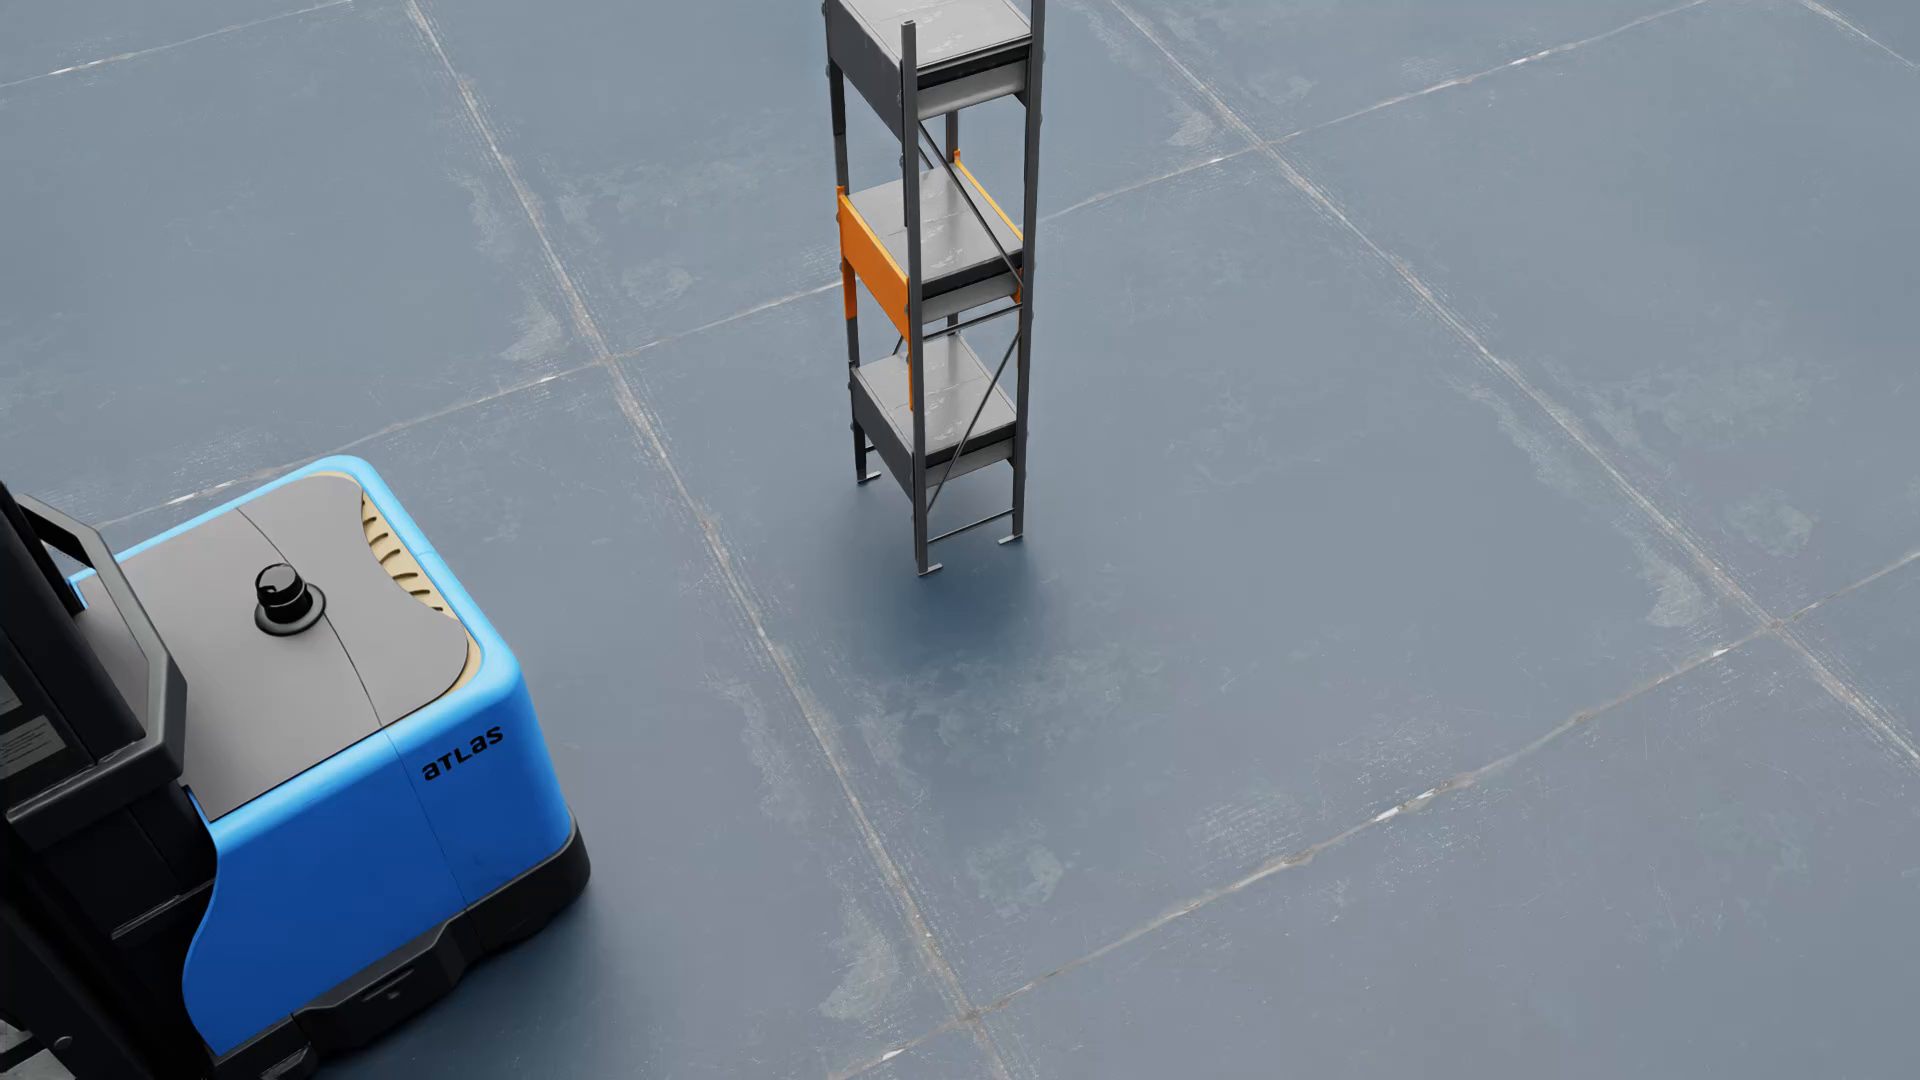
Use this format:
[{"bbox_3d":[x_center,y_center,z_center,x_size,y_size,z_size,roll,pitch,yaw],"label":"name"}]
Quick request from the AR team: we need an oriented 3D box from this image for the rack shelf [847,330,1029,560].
[{"bbox_3d":[-0.076,-0.332,5.594,0.431,0.518,0.480,-21,52,-18],"label":"rack shelf"}]

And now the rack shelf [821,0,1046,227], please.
[{"bbox_3d":[-0.076,-1.254,4.540,0.431,0.518,0.480,-21,52,-18],"label":"rack shelf"}]

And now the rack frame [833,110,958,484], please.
[{"bbox_3d":[-0.187,-0.965,5.199,0.400,2.100,0.015,-21,52,-18],"label":"rack frame"}]

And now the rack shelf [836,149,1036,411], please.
[{"bbox_3d":[-0.076,-0.793,5.067,0.431,0.518,0.480,-21,52,-18],"label":"rack shelf"}]

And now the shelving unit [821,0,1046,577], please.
[{"bbox_3d":[-0.076,-0.802,5.057,0.431,2.100,0.503,-21,52,-18],"label":"shelving unit"}]

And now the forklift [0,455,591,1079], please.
[{"bbox_3d":[-2.543,0.451,3.408,3.031,2.935,1.130,-30,55,-24],"label":"forklift"}]

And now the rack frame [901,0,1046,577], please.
[{"bbox_3d":[0.036,-0.639,4.914,0.400,2.100,0.015,-21,52,-18],"label":"rack frame"}]
